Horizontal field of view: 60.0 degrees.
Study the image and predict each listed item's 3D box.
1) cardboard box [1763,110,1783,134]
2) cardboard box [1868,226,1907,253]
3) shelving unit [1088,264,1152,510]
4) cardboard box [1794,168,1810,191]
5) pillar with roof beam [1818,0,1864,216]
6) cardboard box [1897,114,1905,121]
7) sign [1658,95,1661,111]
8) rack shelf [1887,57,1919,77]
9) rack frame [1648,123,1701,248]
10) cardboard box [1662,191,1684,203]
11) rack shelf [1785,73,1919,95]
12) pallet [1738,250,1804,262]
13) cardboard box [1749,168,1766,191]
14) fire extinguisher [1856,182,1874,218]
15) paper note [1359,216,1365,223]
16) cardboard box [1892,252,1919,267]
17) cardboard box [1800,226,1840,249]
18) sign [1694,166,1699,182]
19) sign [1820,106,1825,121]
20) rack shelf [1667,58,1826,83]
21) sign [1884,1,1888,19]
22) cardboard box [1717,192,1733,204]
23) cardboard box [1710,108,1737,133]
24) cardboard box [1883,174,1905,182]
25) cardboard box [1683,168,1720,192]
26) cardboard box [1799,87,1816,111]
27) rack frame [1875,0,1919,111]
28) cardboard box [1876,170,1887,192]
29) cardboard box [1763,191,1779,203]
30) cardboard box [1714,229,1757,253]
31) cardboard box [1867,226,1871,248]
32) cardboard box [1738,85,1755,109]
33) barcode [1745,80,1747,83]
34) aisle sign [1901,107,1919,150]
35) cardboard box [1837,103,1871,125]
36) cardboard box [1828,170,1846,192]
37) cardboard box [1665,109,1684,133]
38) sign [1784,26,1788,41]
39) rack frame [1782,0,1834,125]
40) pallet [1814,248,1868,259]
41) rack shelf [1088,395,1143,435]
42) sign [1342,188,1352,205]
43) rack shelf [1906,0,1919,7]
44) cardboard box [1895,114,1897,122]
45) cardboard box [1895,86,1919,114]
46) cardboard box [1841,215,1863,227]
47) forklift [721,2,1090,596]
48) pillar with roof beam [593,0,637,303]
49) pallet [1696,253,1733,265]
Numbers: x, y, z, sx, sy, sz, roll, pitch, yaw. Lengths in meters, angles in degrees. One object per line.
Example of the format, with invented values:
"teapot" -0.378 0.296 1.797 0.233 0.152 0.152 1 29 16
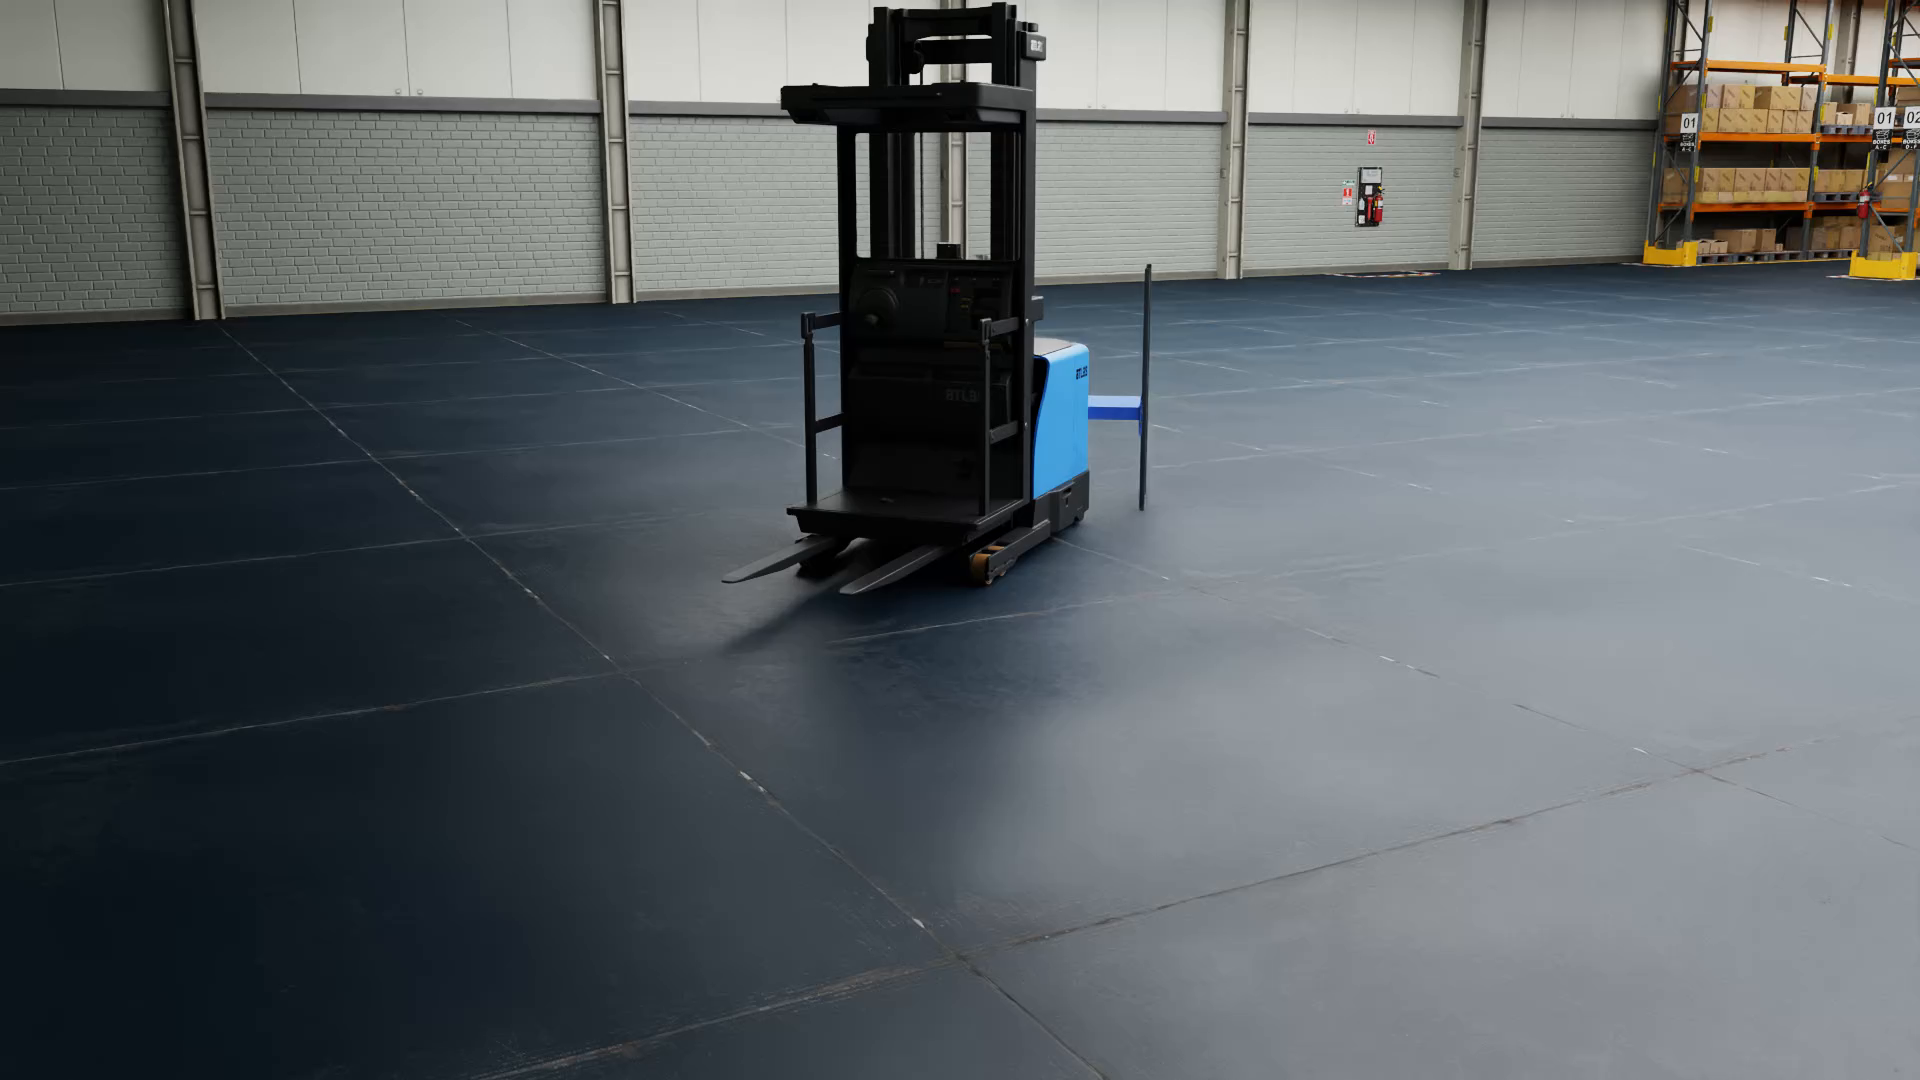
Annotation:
"cardboard box" 17.775 -9.238 36.722 0.500 0.500 0.500 -7 15 -30
"cardboard box" 18.212 -5.901 32.598 0.500 0.500 0.500 -7 14 -28
"shelving unit" 0.669 -0.988 10.582 1.048 1.500 0.538 2 13 7
"cardboard box" 18.751 -8.127 37.475 0.500 0.500 0.500 -7 14 -28
"pillar with roof beam" 23.036 -10.481 35.687 0.400 9.000 9.100 -7 14 -28
"cardboard box" 22.919 -10.142 39.782 0.500 0.500 0.700 -8 15 -32
"sign" 15.258 -9.517 36.217 0.005 0.325 0.100 -7 14 -28
"rack shelf" 19.639 -9.149 32.318 4.000 0.370 1.077 -7 14 -28
"rack frame" 15.507 -7.513 36.159 0.127 3.000 1.000 -7 14 -28
"cardboard box" 15.824 -7.536 36.558 0.500 0.250 0.500 -7 14 -27
"rack shelf" 20.773 -10.525 38.428 4.000 0.370 1.077 -7 14 -28
"pallet" 18.445 -6.496 37.991 1.213 0.211 1.003 -7 14 -28
"cardboard box" 17.412 -7.967 36.767 0.500 0.500 0.500 -6 14 -26
"fire extinguisher" 17.557 -6.598 32.270 0.183 0.674 0.296 -7 14 -28
"paper note" 8.064 -6.434 33.373 0.142 0.148 0.016 -7 14 -28
"cardboard box" 18.461 -5.435 32.235 0.500 0.250 0.500 -7 14 -28
"cardboard box" 20.085 -7.073 38.898 0.500 0.500 0.700 -7 15 -29
"sign" 15.767 -7.830 35.600 0.005 0.325 0.100 -7 14 -28
"sign" 19.284 -9.545 37.182 0.005 0.325 0.100 -7 14 -28
"rack shelf" 17.262 -10.297 36.515 4.000 0.370 1.077 -7 14 -28
"sign" 17.636 -10.086 31.620 0.005 0.325 0.100 -7 14 -28
"cardboard box" 16.536 -7.497 36.385 0.500 0.250 0.500 -7 15 -30
"cardboard box" 16.409 -9.071 35.979 0.500 0.500 0.500 -6 14 -24
"cardboard box" 18.128 -7.001 32.179 0.250 0.149 0.380 -7 15 -29
"cardboard box" 16.070 -7.807 36.057 0.500 0.500 0.500 -7 14 -28
"cardboard box" 18.708 -9.838 37.110 0.500 0.500 0.500 -8 15 -33
"rack frame" 17.884 -9.485 31.260 0.127 3.000 1.000 -7 14 -28
"cardboard box" 21.643 -8.502 39.327 0.500 0.500 0.700 -8 15 -33
"cardboard box" 17.872 -7.655 37.088 0.500 0.250 0.500 -7 14 -28
"cardboard box" 17.325 -6.691 37.198 0.500 0.500 0.700 -8 15 -31
"cardboard box" 21.414 -7.232 39.603 0.500 0.500 0.700 -7 14 -28
"cardboard box" 16.870 -9.615 36.119 0.500 0.500 0.500 -6 14 -26
"barcode" 17.592 -10.260 37.210 0.075 0.075 0.001 -7 14 -28
"aisle sign" 17.973 -7.761 31.341 0.004 0.787 0.394 -7 14 -28
"cardboard box" 20.618 -9.822 38.406 0.500 0.500 0.500 -7 15 -30
"cardboard box" 19.975 -8.301 38.434 0.500 0.500 0.700 -5 14 -22
"cardboard box" 15.752 -9.127 36.229 0.500 0.500 0.500 -6 14 -24
"sign" 18.747 -11.500 37.723 0.005 0.325 0.100 -7 14 -28
"rack frame" 19.018 -10.860 37.370 0.127 3.000 1.000 -7 14 -28
"pallet" 20.772 -6.784 39.275 1.213 0.211 1.003 -7 14 -28
"rack shelf" 0.669 -0.812 10.621 1.000 0.185 0.538 2 13 7
"sign" 7.718 -6.848 33.126 0.234 0.329 0.001 -7 14 -28
"rack shelf" 24.284 -12.762 39.889 4.000 0.370 1.077 -7 14 -28
"cardboard box" 21.786 -9.845 39.417 0.500 0.500 0.500 -7 14 -28
"cardboard box" 18.390 -8.405 31.782 0.637 0.503 0.797 -6 14 -24
"cardboard box" 20.942 -7.526 39.204 0.500 0.250 0.500 -7 14 -28
"forklift" -0.236 -1.302 8.717 1.130 2.935 3.031 5 14 21
"pillar with roof beam" -3.296 -7.325 21.663 0.400 9.000 9.100 -7 14 -28
"pallet" 16.303 -6.239 36.850 1.213 0.211 1.003 -7 14 -28
